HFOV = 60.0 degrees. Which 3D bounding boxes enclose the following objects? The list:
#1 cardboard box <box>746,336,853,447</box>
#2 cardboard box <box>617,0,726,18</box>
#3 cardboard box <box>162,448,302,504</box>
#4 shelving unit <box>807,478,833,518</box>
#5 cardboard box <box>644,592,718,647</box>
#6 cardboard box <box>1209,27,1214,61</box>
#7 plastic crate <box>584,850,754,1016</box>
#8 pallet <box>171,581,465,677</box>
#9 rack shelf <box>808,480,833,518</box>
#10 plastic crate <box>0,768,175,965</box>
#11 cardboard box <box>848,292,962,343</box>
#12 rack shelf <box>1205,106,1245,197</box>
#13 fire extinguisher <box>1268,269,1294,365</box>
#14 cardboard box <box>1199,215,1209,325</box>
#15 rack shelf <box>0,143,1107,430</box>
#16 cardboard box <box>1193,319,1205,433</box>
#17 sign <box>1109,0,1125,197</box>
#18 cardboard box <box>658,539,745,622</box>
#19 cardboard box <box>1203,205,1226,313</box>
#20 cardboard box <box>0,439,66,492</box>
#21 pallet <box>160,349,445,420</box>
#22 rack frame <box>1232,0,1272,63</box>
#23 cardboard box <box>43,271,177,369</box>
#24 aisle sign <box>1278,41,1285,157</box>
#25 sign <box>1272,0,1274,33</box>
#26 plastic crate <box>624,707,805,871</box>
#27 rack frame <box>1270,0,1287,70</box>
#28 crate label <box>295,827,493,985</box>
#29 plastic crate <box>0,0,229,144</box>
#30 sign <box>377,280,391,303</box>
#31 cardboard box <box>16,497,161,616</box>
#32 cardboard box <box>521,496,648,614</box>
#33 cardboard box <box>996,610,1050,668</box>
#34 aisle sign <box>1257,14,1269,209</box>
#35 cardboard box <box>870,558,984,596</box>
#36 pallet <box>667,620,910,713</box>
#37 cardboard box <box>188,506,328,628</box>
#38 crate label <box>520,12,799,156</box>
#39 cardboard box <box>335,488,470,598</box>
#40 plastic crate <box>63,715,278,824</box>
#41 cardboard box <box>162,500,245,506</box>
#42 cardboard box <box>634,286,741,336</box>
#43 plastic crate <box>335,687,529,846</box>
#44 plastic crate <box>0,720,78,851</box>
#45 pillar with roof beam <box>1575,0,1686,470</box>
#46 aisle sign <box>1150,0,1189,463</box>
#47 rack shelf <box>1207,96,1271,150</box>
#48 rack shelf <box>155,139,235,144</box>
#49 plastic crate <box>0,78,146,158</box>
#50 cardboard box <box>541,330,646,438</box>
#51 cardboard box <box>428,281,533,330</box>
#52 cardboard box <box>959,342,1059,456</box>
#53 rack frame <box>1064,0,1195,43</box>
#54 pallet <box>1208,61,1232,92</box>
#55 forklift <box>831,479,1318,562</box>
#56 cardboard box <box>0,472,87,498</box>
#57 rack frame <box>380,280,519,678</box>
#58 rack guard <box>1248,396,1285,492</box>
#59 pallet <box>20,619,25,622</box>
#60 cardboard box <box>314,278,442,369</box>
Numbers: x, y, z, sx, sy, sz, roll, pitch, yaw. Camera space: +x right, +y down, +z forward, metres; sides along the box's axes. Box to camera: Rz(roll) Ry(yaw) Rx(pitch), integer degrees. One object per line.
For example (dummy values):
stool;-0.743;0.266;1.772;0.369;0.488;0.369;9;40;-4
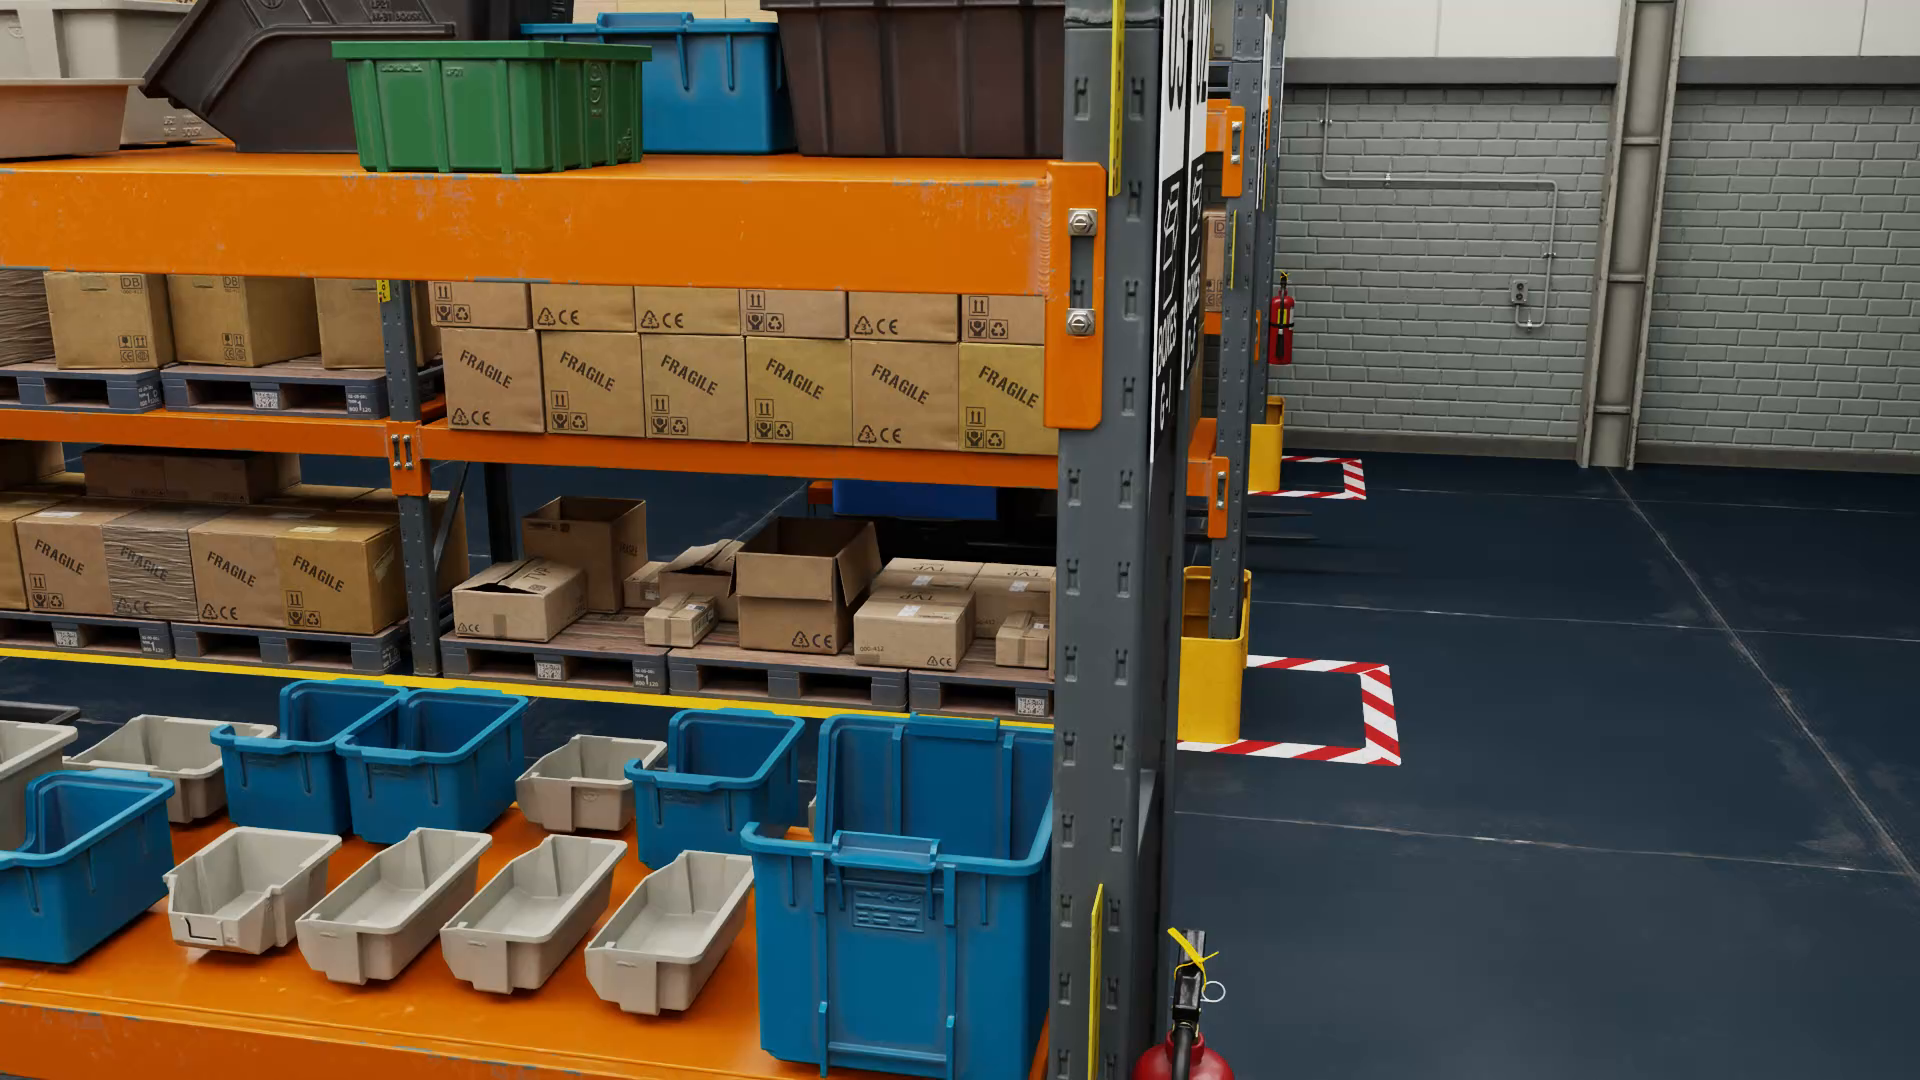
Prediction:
cardboard box;-0.692;-0.747;7.883;0.500;0.500;0.500;3;16;10
cardboard box;-1.223;-2.345;7.565;0.500;0.250;0.500;3;16;11
cardboard box;-4.033;-0.389;9.231;0.500;0.250;0.500;3;16;11
shelving unit;-0.869;-0.539;10.970;0.252;1.050;0.215;2;16;8
cardboard box;-1.410;0.398;8.419;0.250;0.166;0.380;3;16;11
cardboard box;1.609;-3.688;12.374;0.500;0.250;0.500;4;16;14
plastic crate;-0.534;0.733;3.109;0.243;0.136;0.396;3;16;11
pallet;-3.432;0.433;9.034;1.213;0.211;1.003;3;16;11
rack shelf;-0.869;-0.261;11.047;0.240;0.259;0.215;2;16;8
plastic crate;-1.762;0.640;3.263;0.300;0.233;0.416;3;16;11
cardboard box;-0.203;-1.200;7.644;0.500;0.500;0.500;4;16;13
rack shelf;-0.668;-1.870;7.853;4.000;0.370;1.077;3;16;11
fire extinguisher;2.331;-1.615;12.047;0.183;0.674;0.296;3;16;11
cardboard box;0.910;-1.287;7.961;0.500;0.500;0.500;4;16;13
rack shelf;-1.659;-0.575;3.176;4.000;0.370;1.077;3;16;11
cardboard box;0.910;-0.806;8.094;0.500;0.500;0.500;3;16;12
sign;0.207;-0.620;2.187;0.005;0.325;0.100;3;16;11
cardboard box;-1.278;0.202;8.856;0.500;0.311;0.500;3;16;11
cardboard box;1.774;-2.130;12.501;0.700;0.700;0.980;4;16;14
cardboard box;-5.528;-0.469;9.520;0.500;0.250;0.500;4;16;13
pallet;-3.389;-0.856;8.824;1.213;0.211;1.003;3;16;11
rack frame;1.292;-3.556;6.972;0.127;3.000;1.000;3;16;11
cardboard box;-4.371;-1.206;8.753;0.500;0.500;0.700;-1;16;-3
aisle sign;2.286;-3.131;11.808;0.004;0.787;0.394;3;16;11
sign;2.154;-3.654;11.434;0.005;0.325;0.100;3;16;11
plastic crate;-0.520;0.548;3.595;0.300;0.233;0.416;3;16;11
rack frame;2.275;-4.852;11.651;0.127;3.000;1.000;3;16;11
crate label;-1.093;0.705;3.209;0.243;0.136;0.396;3;16;11
plastic crate;-1.809;-0.956;3.429;0.530;0.282;0.437;3;16;11
sign;-2.735;-1.290;7.862;0.005;0.325;0.100;3;16;11
cardboard box;-4.641;0.082;8.936;0.500;0.500;0.500;3;16;9
cardboard box;-2.013;0.071;8.975;0.500;0.500;0.500;3;16;11
cardboard box;0.331;0.479;8.127;0.250;0.166;0.380;3;16;11
aisle sign;1.298;-1.834;7.124;0.004;0.787;0.394;3;16;11
cardboard box;-0.164;0.292;8.646;0.500;0.250;0.500;3;16;11
pallet;-0.756;0.567;8.549;1.213;0.211;1.003;3;16;11
cardboard box;-3.651;0.135;8.743;0.500;0.500;0.500;3;16;11
crate label;-0.539;-0.877;3.198;0.502;0.251;0.408;3;16;11
cardboard box;-3.053;0.025;9.139;0.500;0.500;0.500;2;16;9
plastic crate;-1.852;0.530;3.841;0.466;0.136;0.293;3;16;11
cardboard box;-4.066;-0.029;9.334;0.500;0.500;0.500;3;16;12
cardboard box;-1.213;-1.254;7.841;0.500;0.500;0.500;3;16;9
plastic crate;-1.165;0.513;3.722;0.300;0.233;0.416;3;16;11
plastic crate;-2.159;0.576;3.405;0.530;0.282;0.437;3;16;11
pillar with roof beam;4.236;-3.809;7.884;0.400;9.000;9.100;3;16;11
aisle sign;0.313;-0.542;2.459;0.004;0.787;0.394;3;16;11
rack shelf;0.316;-3.166;12.532;4.000;0.370;1.077;3;16;11
rack shelf;-4.588;-2.083;8.621;4.000;0.370;1.077;3;16;11
plastic crate;-1.773;-0.733;2.893;0.530;0.136;0.437;3;16;11
cardboard box;-1.680;-0.801;8.078;0.500;0.500;0.500;3;16;12
cardboard box;-2.222;-1.309;8.038;0.500;0.500;0.500;4;16;13
cardboard box;0.290;-0.692;7.685;0.500;0.500;0.500;3;16;12
rack frame;0.301;-2.260;2.295;0.127;3.000;1.000;3;16;11
pallet;1.546;-3.401;12.196;1.213;0.211;1.003;3;16;11
forklift;0.746;-1.354;10.388;3.031;2.935;1.130;2;16;8
cardboard box;-5.077;-0.082;9.527;0.500;0.500;0.500;3;16;9
rack frame;-2.628;-0.878;8.541;0.127;3.000;1.000;3;16;11
rack guard;2.299;-0.755;12.781;0.348;0.500;1.175;3;16;11
pallet;-5.824;0.303;9.503;1.213;0.211;1.003;3;16;11
cardboard box;-3.048;-1.212;8.774;0.500;0.500;0.700;-2;16;-8
